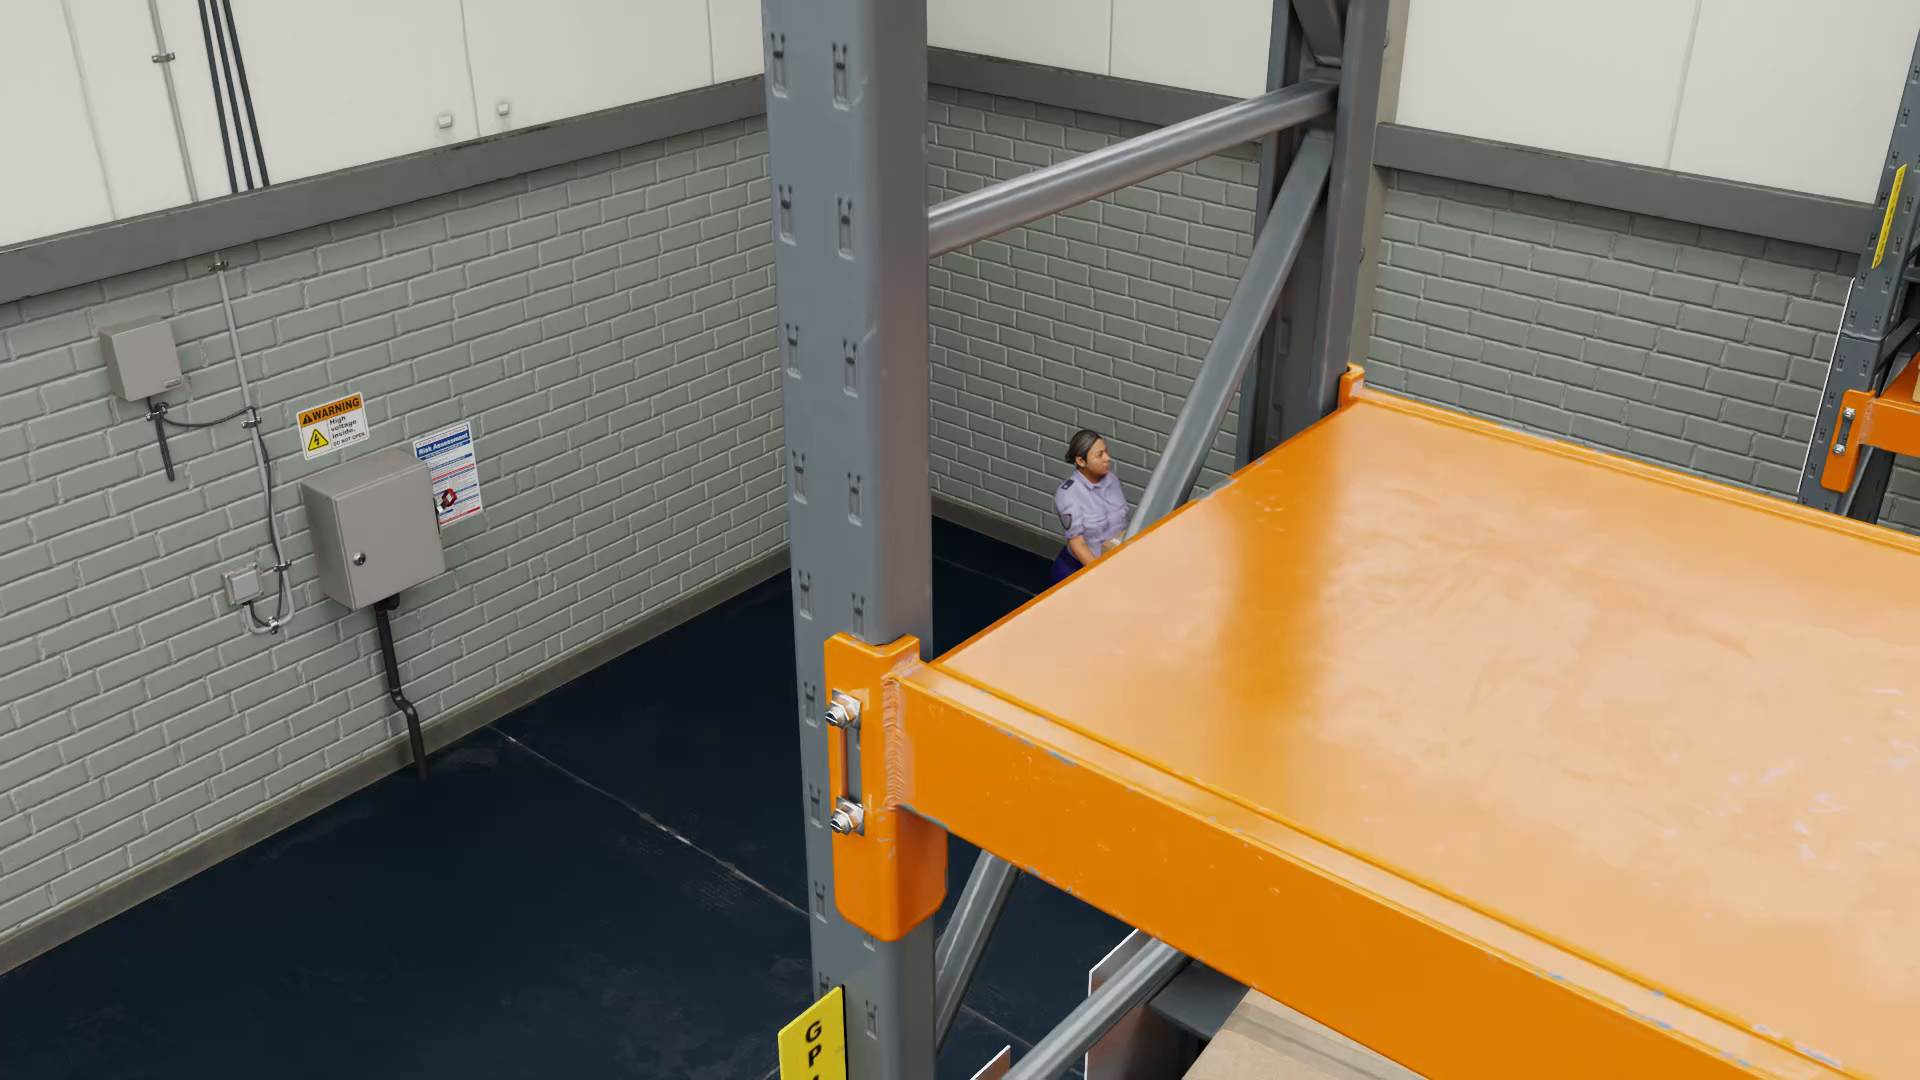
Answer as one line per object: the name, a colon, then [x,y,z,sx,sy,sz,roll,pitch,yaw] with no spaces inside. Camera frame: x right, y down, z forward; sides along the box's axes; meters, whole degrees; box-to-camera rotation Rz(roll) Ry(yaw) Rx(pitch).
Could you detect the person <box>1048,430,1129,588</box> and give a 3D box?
person: [0.742,0.224,8.625,0.518,1.634,0.452,21,34,35]
